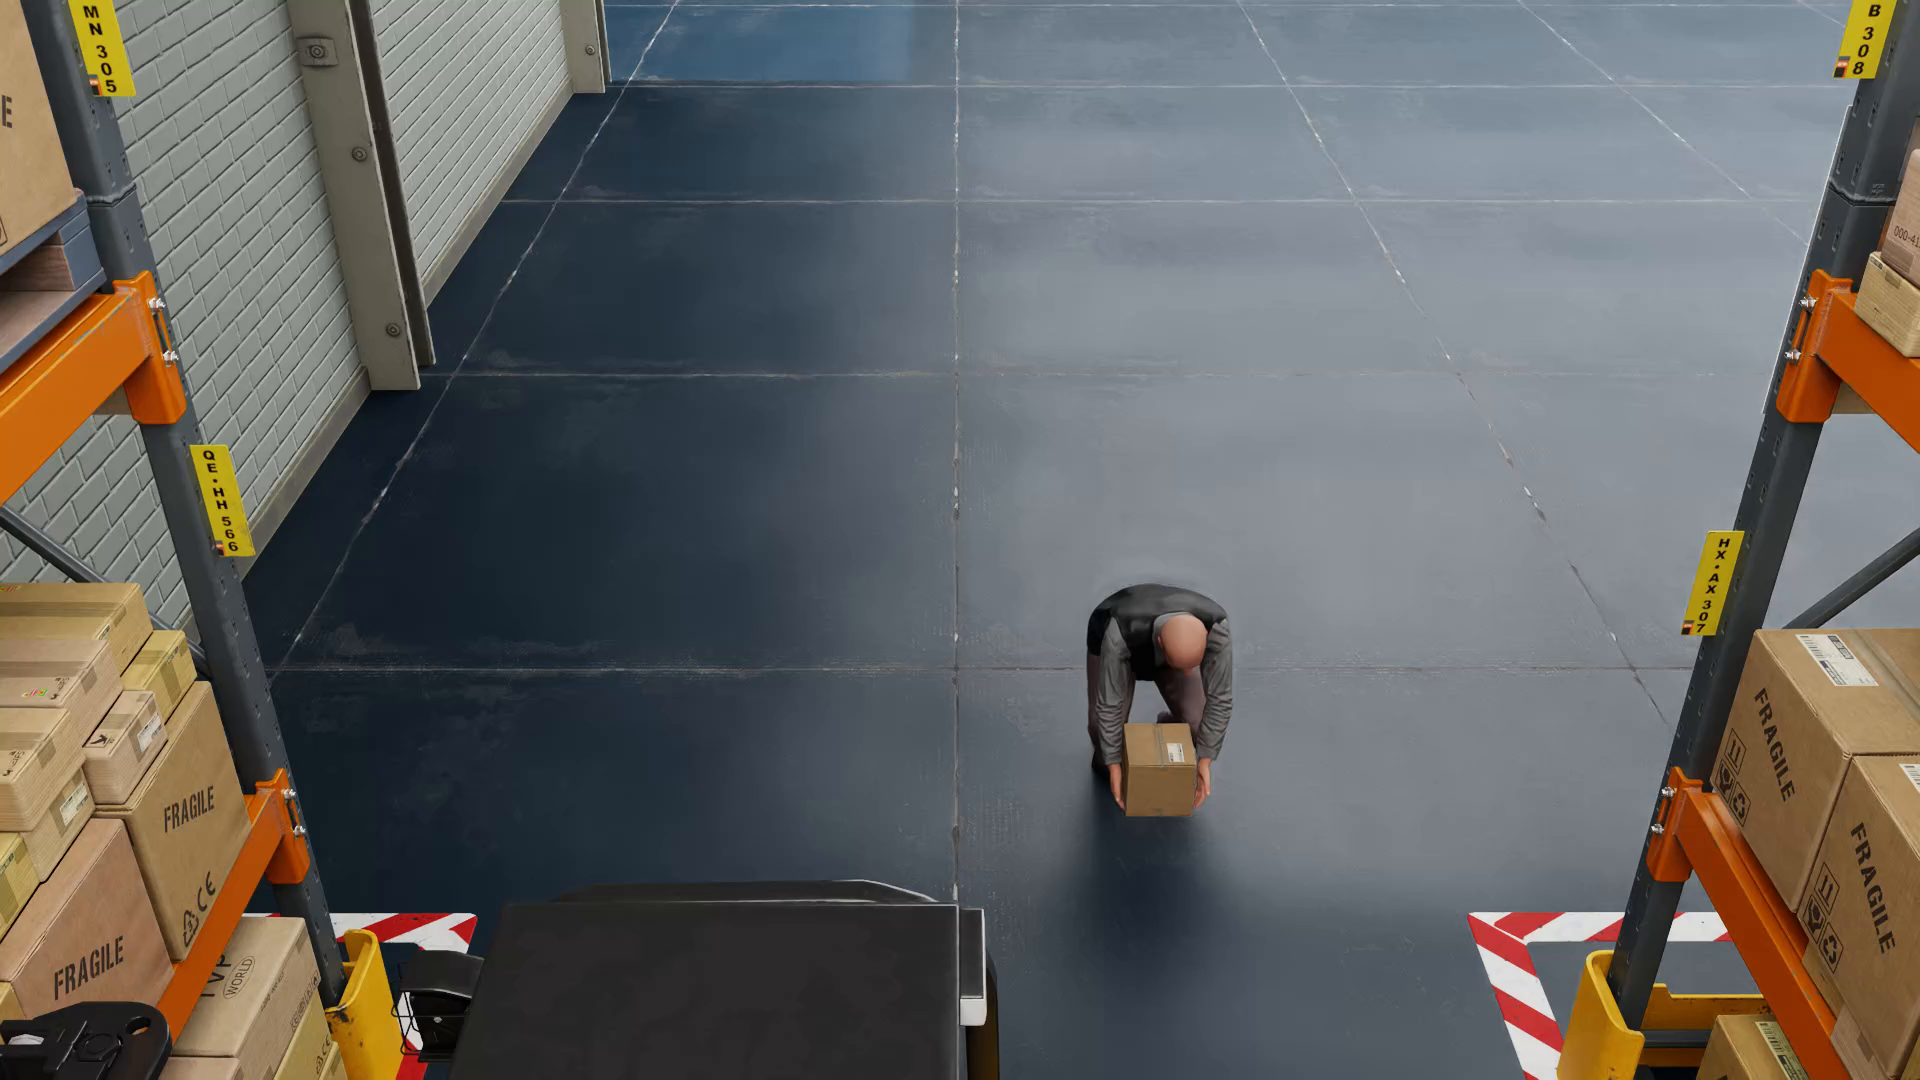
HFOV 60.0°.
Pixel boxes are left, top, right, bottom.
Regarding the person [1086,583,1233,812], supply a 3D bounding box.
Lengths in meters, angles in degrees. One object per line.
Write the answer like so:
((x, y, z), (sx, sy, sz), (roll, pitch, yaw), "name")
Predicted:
((0.766, 0.546, 6.484), (0.539, 0.976, 0.873), (0, 31, 0), "person")
